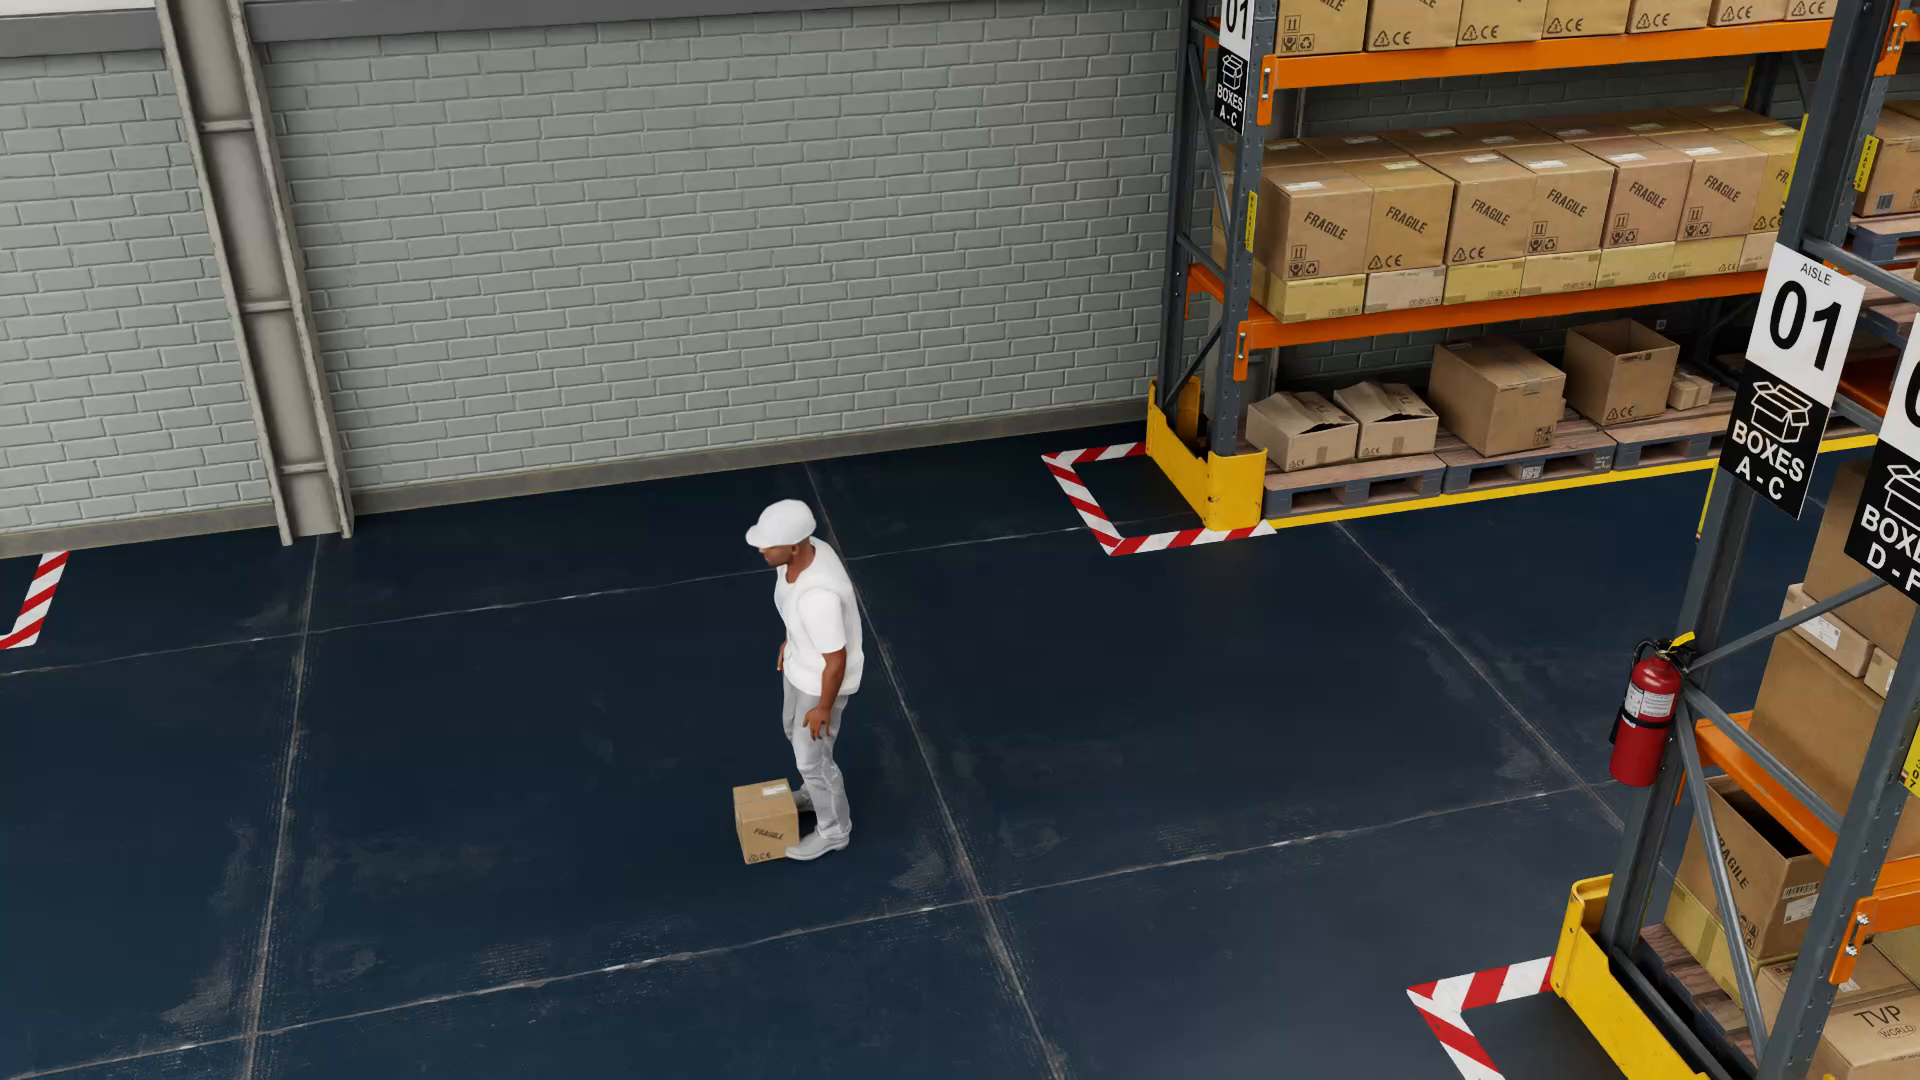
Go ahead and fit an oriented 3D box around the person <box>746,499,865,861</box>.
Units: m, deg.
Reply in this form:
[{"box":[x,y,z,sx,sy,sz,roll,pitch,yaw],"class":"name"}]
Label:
[{"box":[-0.658,0.585,7.213,0.460,1.760,0.618,-9,31,-15],"class":"person"}]
